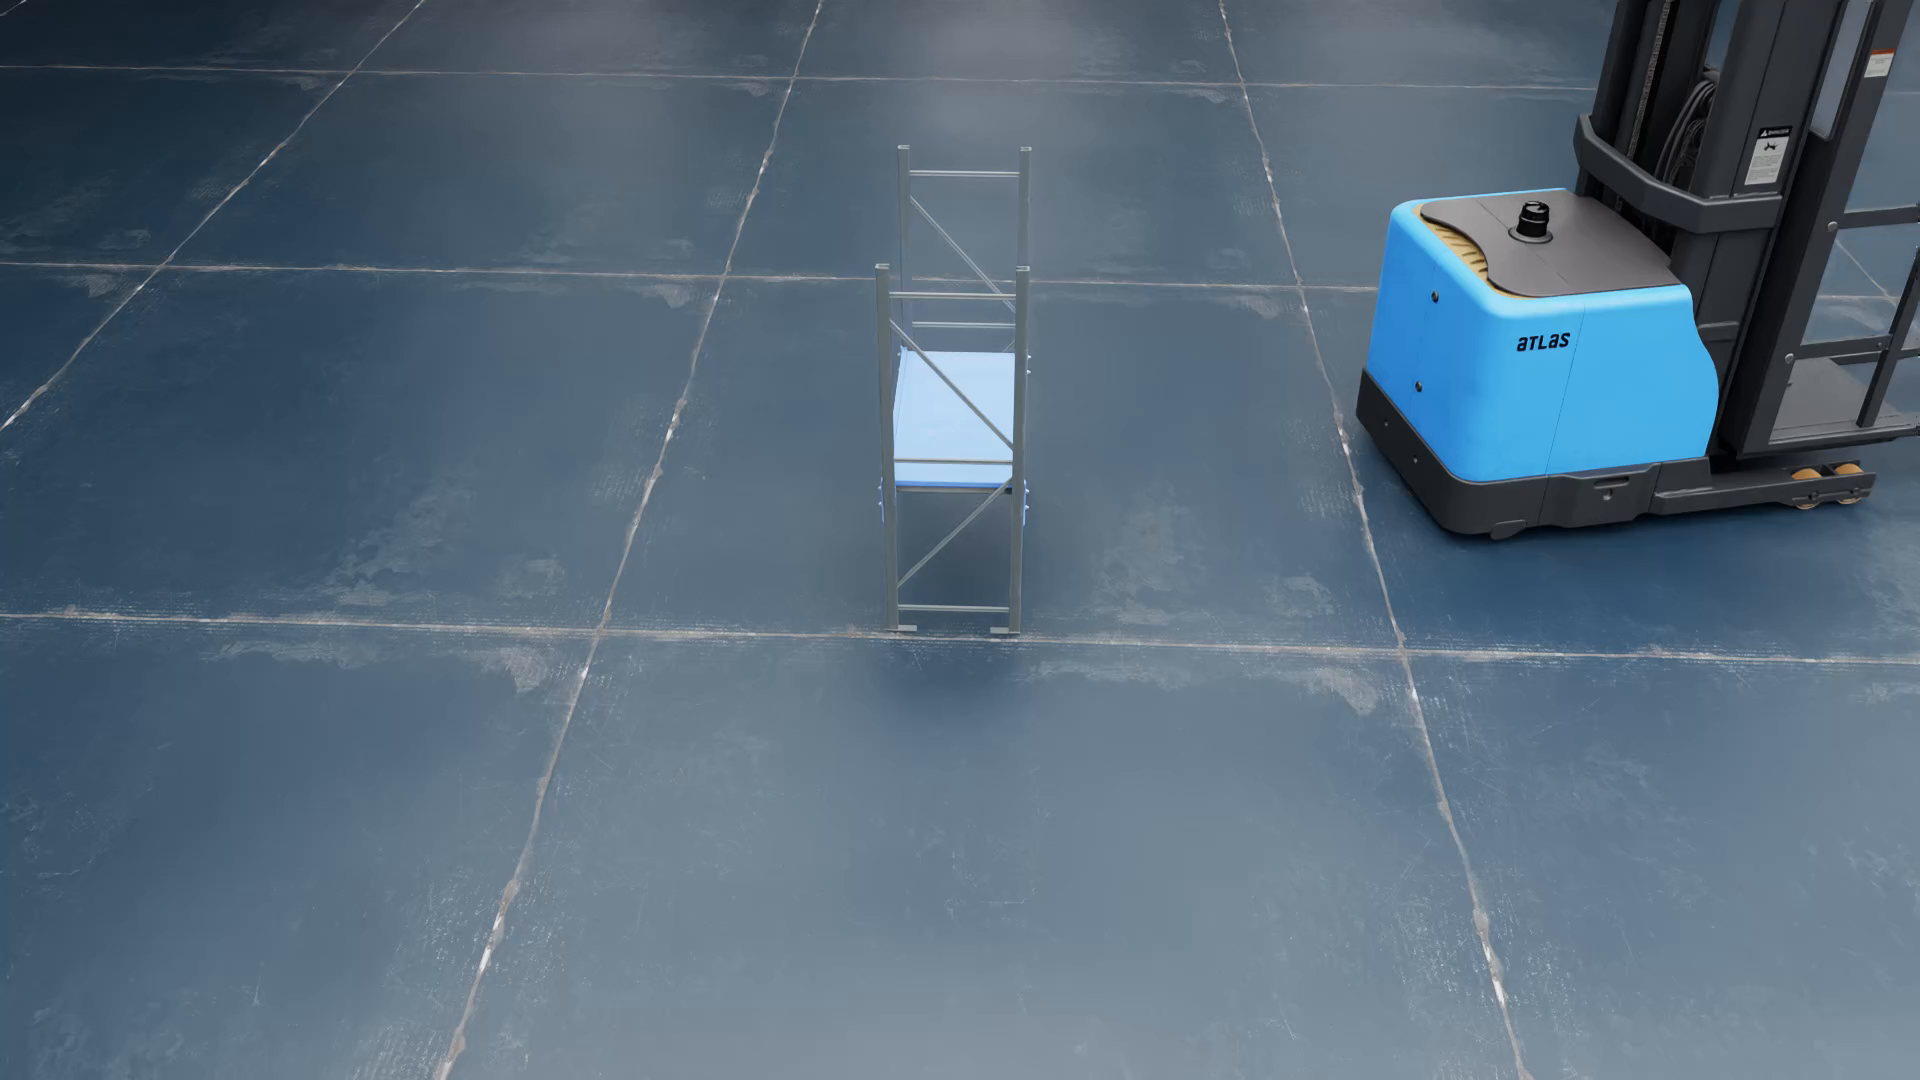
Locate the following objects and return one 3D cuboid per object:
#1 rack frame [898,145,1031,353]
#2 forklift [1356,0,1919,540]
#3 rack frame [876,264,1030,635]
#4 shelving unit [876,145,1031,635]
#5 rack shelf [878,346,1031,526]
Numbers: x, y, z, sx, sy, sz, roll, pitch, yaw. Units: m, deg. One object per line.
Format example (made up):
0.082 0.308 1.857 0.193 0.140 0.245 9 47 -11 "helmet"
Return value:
0.017 -0.857 6.665 0.500 1.500 0.032 1 35 2 "rack frame"
3.335 -1.619 6.505 3.031 2.935 1.130 -7 36 -9 "forklift"
-0.024 -0.273 5.833 0.500 1.500 0.032 1 35 2 "rack frame"
-0.003 -0.565 6.249 0.538 1.500 1.048 1 35 2 "shelving unit"
-0.003 -0.417 6.352 0.538 0.185 1.000 1 35 2 "rack shelf"
